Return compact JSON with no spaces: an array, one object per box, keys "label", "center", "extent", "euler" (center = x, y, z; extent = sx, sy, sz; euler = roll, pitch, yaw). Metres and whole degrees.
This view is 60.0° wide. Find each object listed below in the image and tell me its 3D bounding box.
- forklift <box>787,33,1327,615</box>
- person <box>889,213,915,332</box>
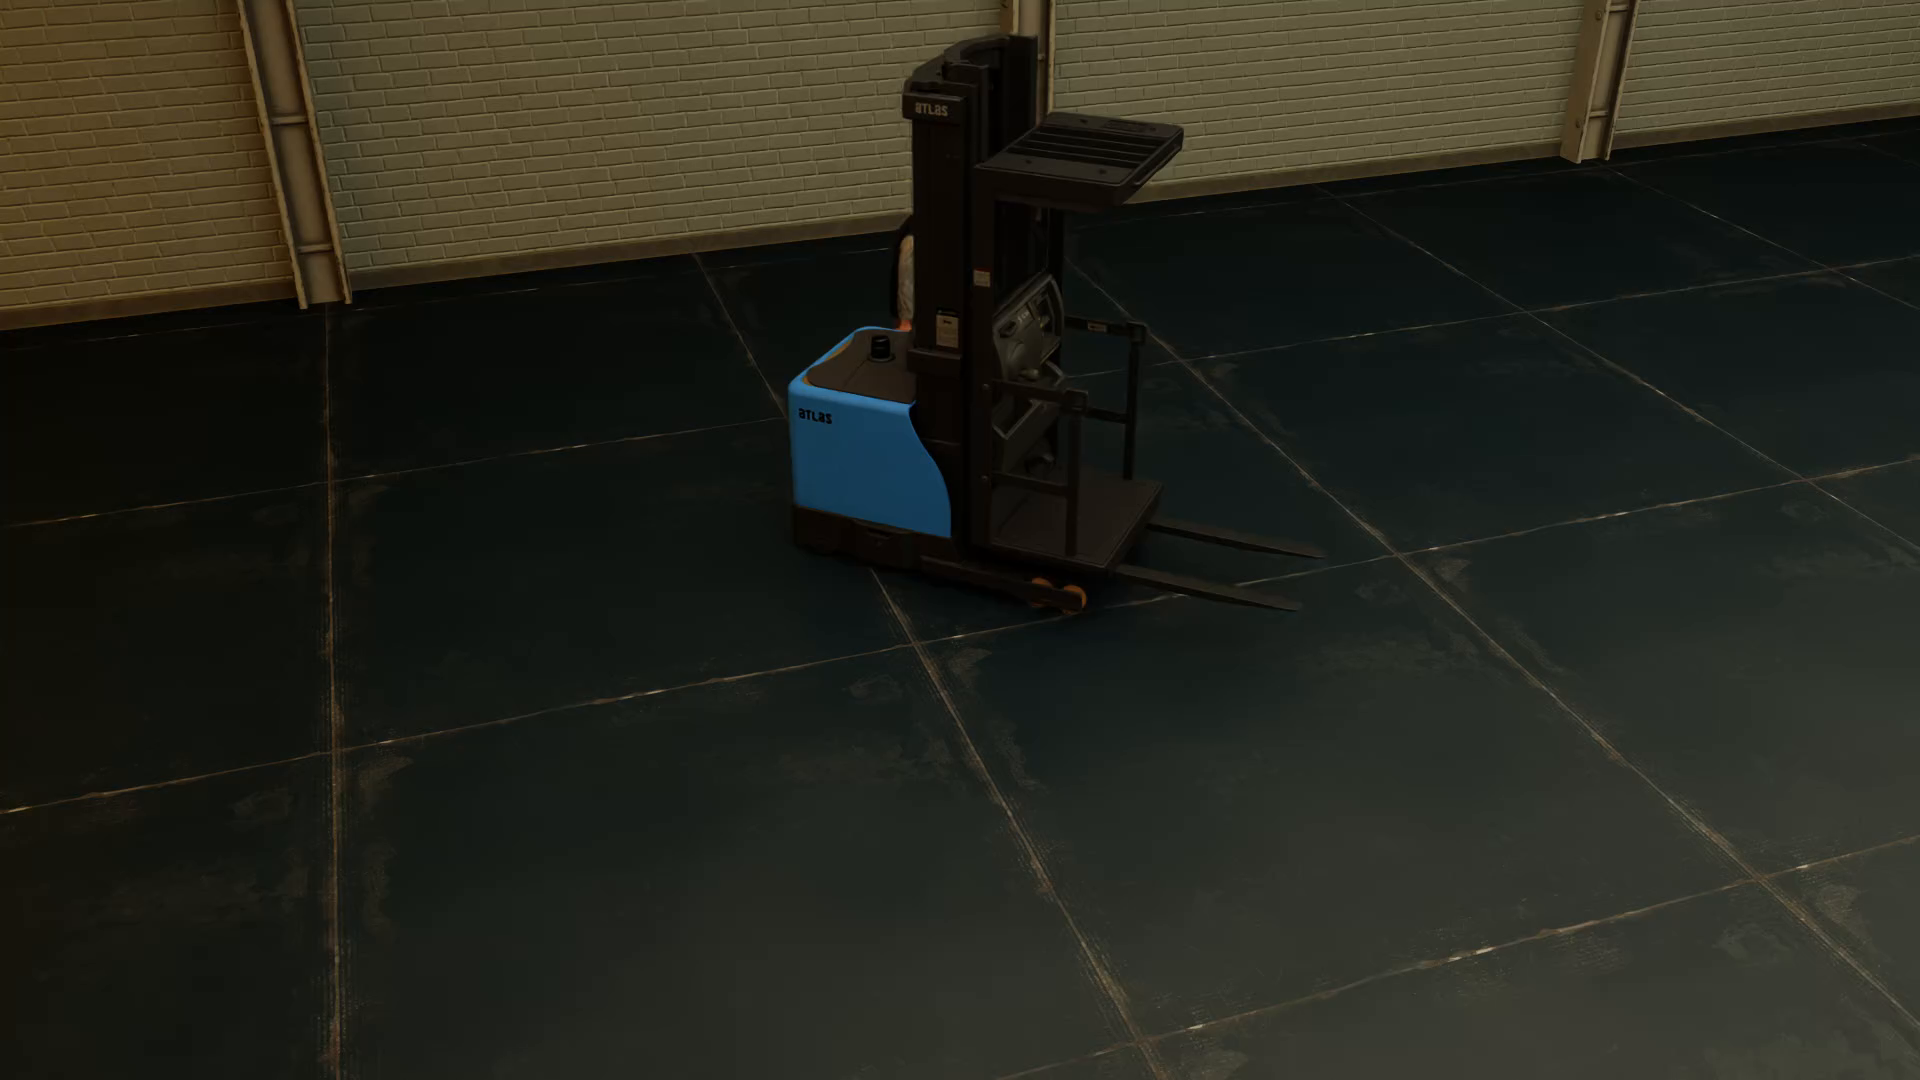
[{"label":"forklift","center":[0.564,-1.152,9.089],"extent":[3.031,2.935,1.130],"euler":[12,32,20]},{"label":"person","center":[-0.303,-1.511,10.991],"extent":[0.407,1.693,0.850],"euler":[0,30,0]}]
